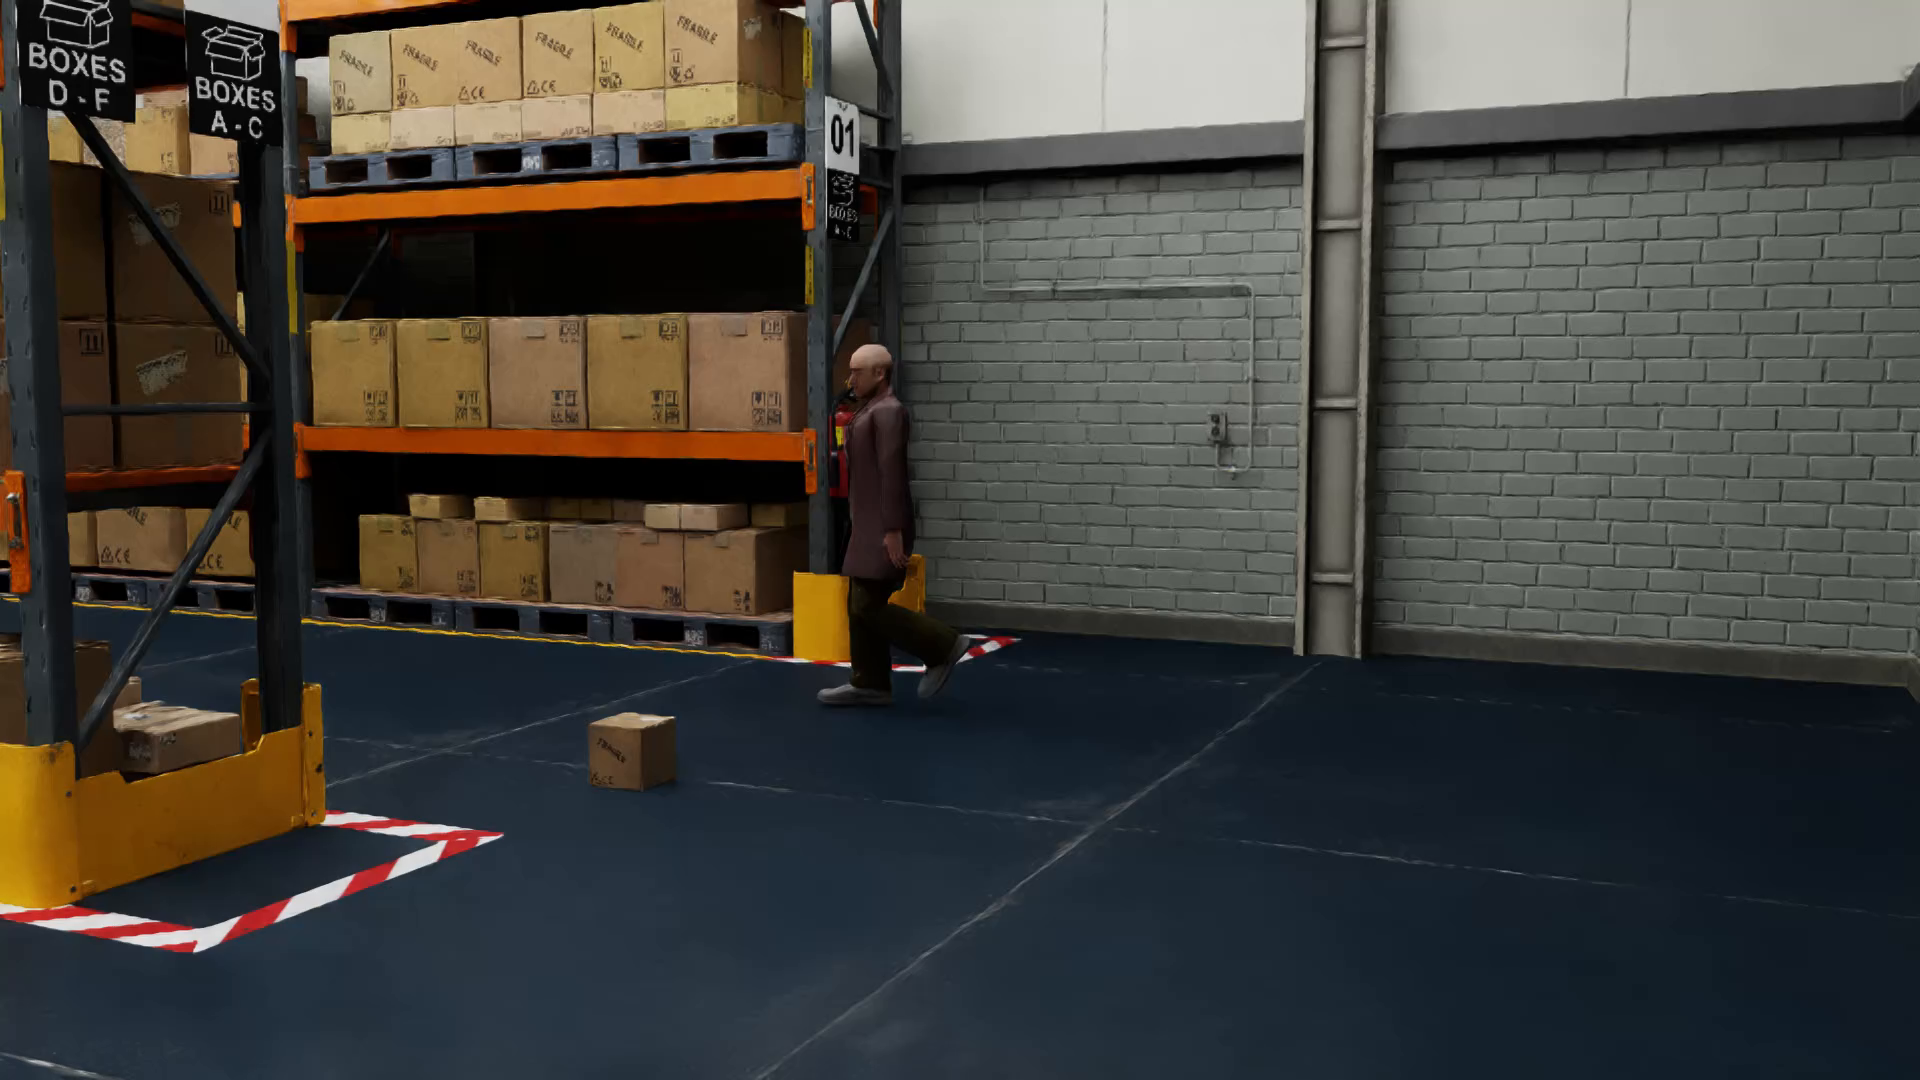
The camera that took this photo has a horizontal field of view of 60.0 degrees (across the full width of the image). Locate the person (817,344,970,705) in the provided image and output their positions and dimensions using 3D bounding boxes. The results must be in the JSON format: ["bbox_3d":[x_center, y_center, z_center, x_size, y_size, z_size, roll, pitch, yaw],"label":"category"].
[{"bbox_3d":[-0.302,-0.053,7.972,0.657,1.763,0.692,-2,6,-20],"label":"person"}]
